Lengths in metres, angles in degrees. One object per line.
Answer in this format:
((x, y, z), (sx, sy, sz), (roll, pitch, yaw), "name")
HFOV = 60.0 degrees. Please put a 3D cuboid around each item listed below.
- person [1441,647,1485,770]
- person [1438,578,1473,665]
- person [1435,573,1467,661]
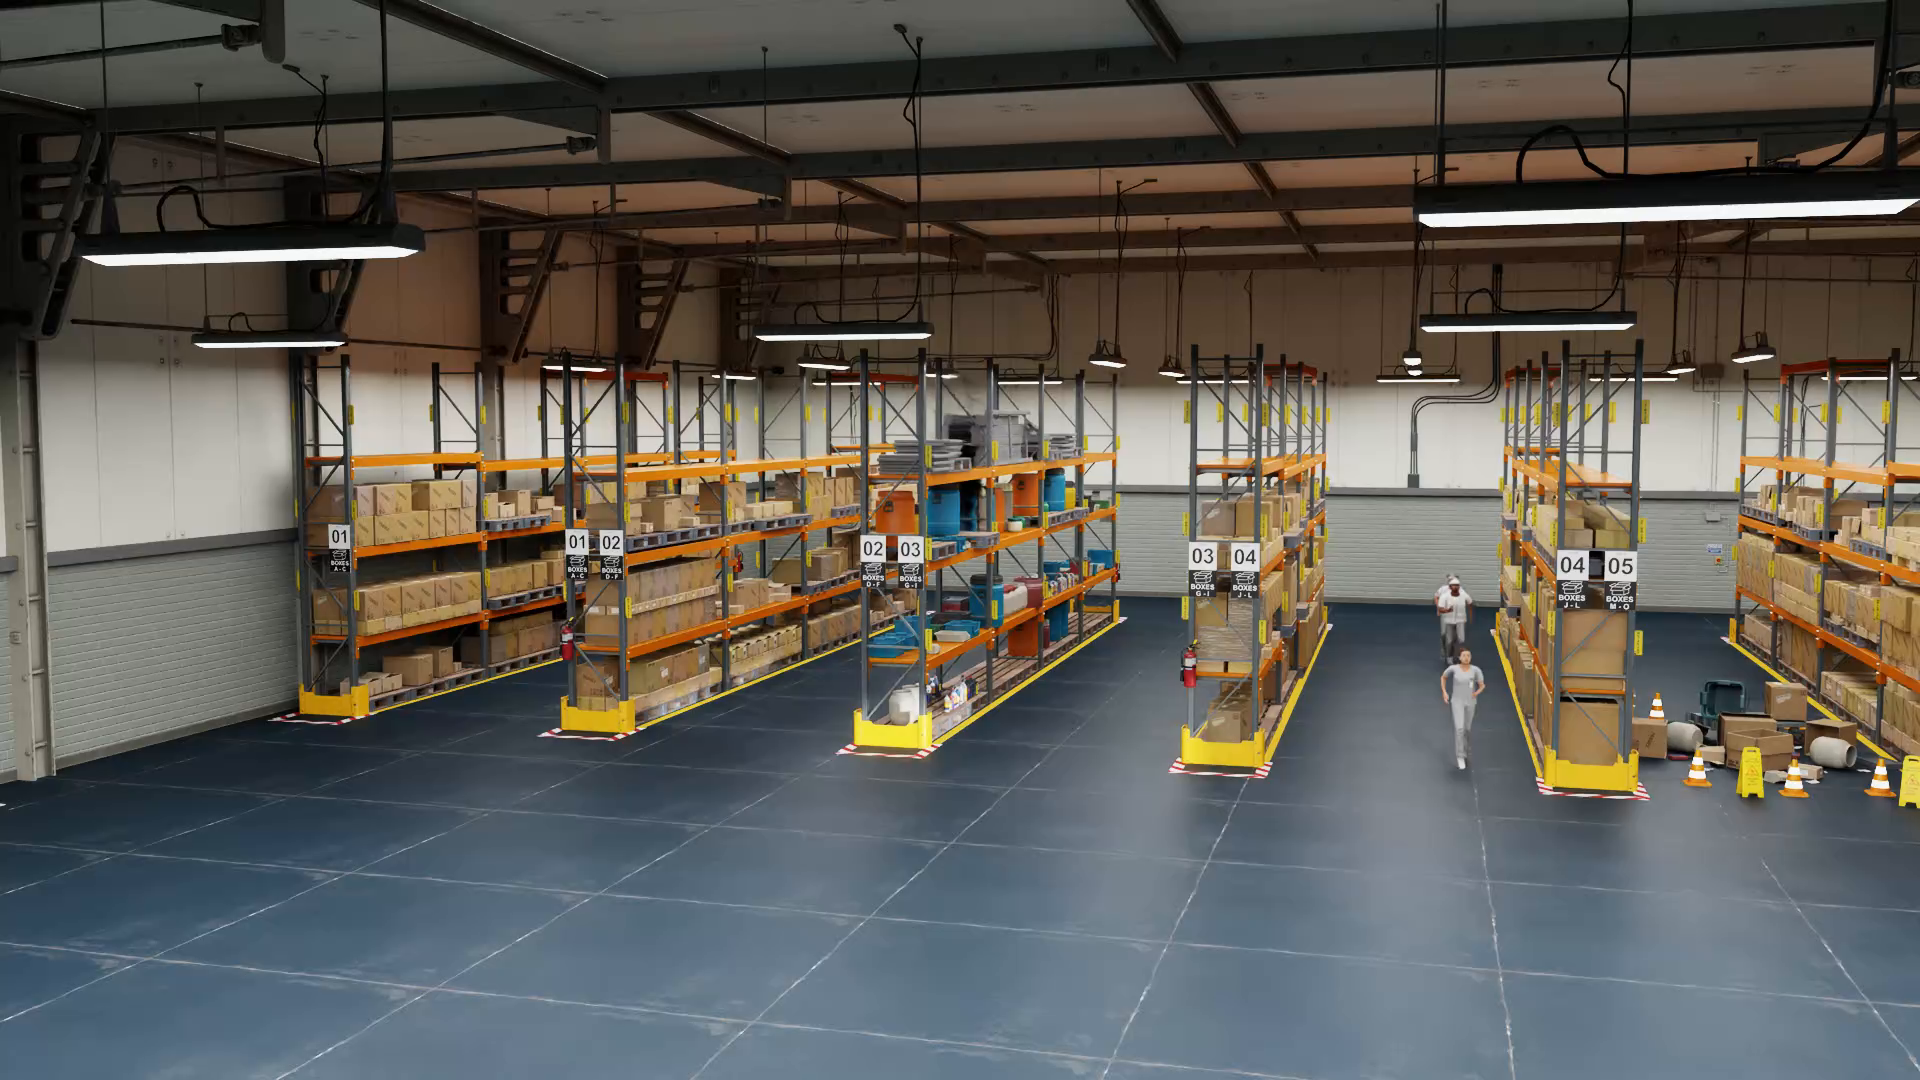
((7.224, 2.380, 23.873), (0.584, 1.701, 0.866), (1, 4, 7), "person")
((9.791, 1.671, 32.851), (0.683, 1.824, 0.737), (1, 4, 14), "person")
((10.050, 1.590, 34.023), (0.648, 1.834, 0.757), (1, 4, 13), "person")
